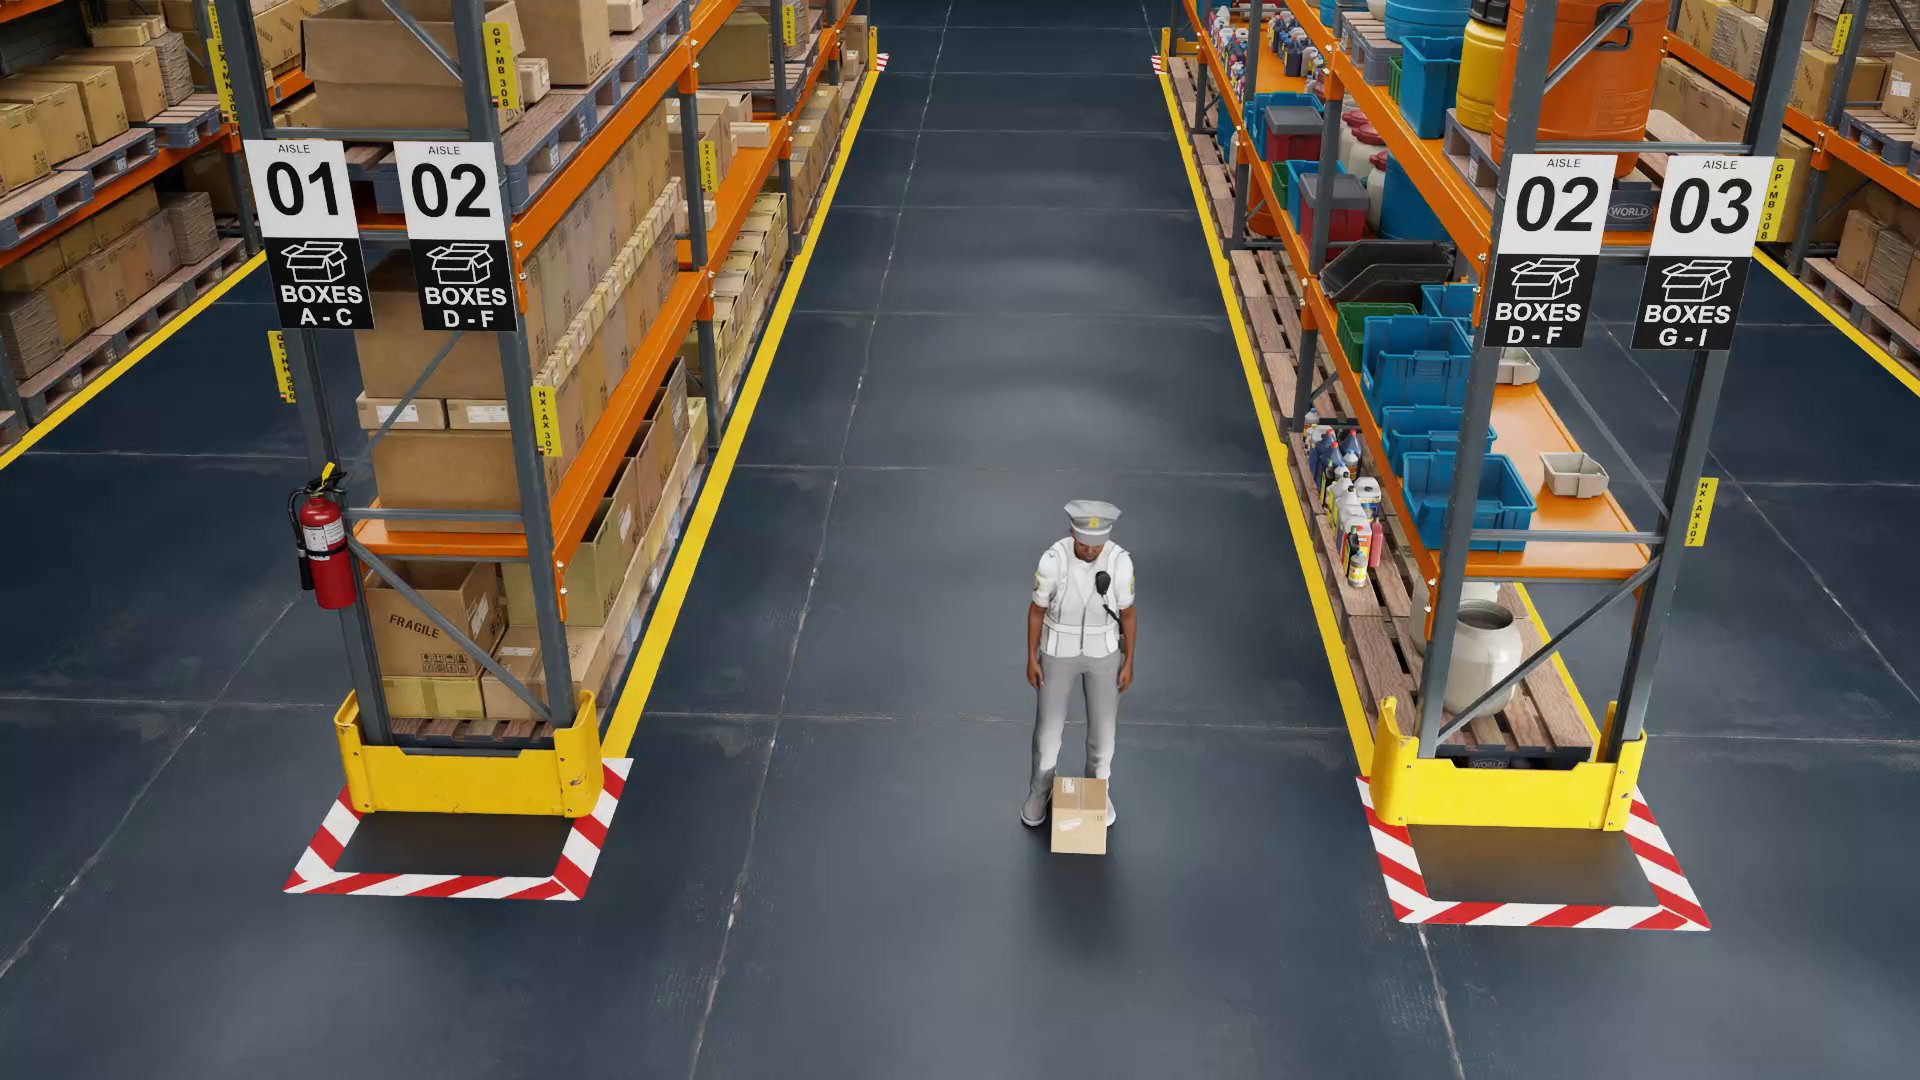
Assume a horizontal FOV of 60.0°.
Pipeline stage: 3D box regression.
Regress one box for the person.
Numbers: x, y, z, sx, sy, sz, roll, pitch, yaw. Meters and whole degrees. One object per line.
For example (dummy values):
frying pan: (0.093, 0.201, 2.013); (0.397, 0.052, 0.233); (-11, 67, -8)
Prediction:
person: (0.546, 0.547, 7.599); (0.505, 1.659, 0.393); (1, 28, 2)
